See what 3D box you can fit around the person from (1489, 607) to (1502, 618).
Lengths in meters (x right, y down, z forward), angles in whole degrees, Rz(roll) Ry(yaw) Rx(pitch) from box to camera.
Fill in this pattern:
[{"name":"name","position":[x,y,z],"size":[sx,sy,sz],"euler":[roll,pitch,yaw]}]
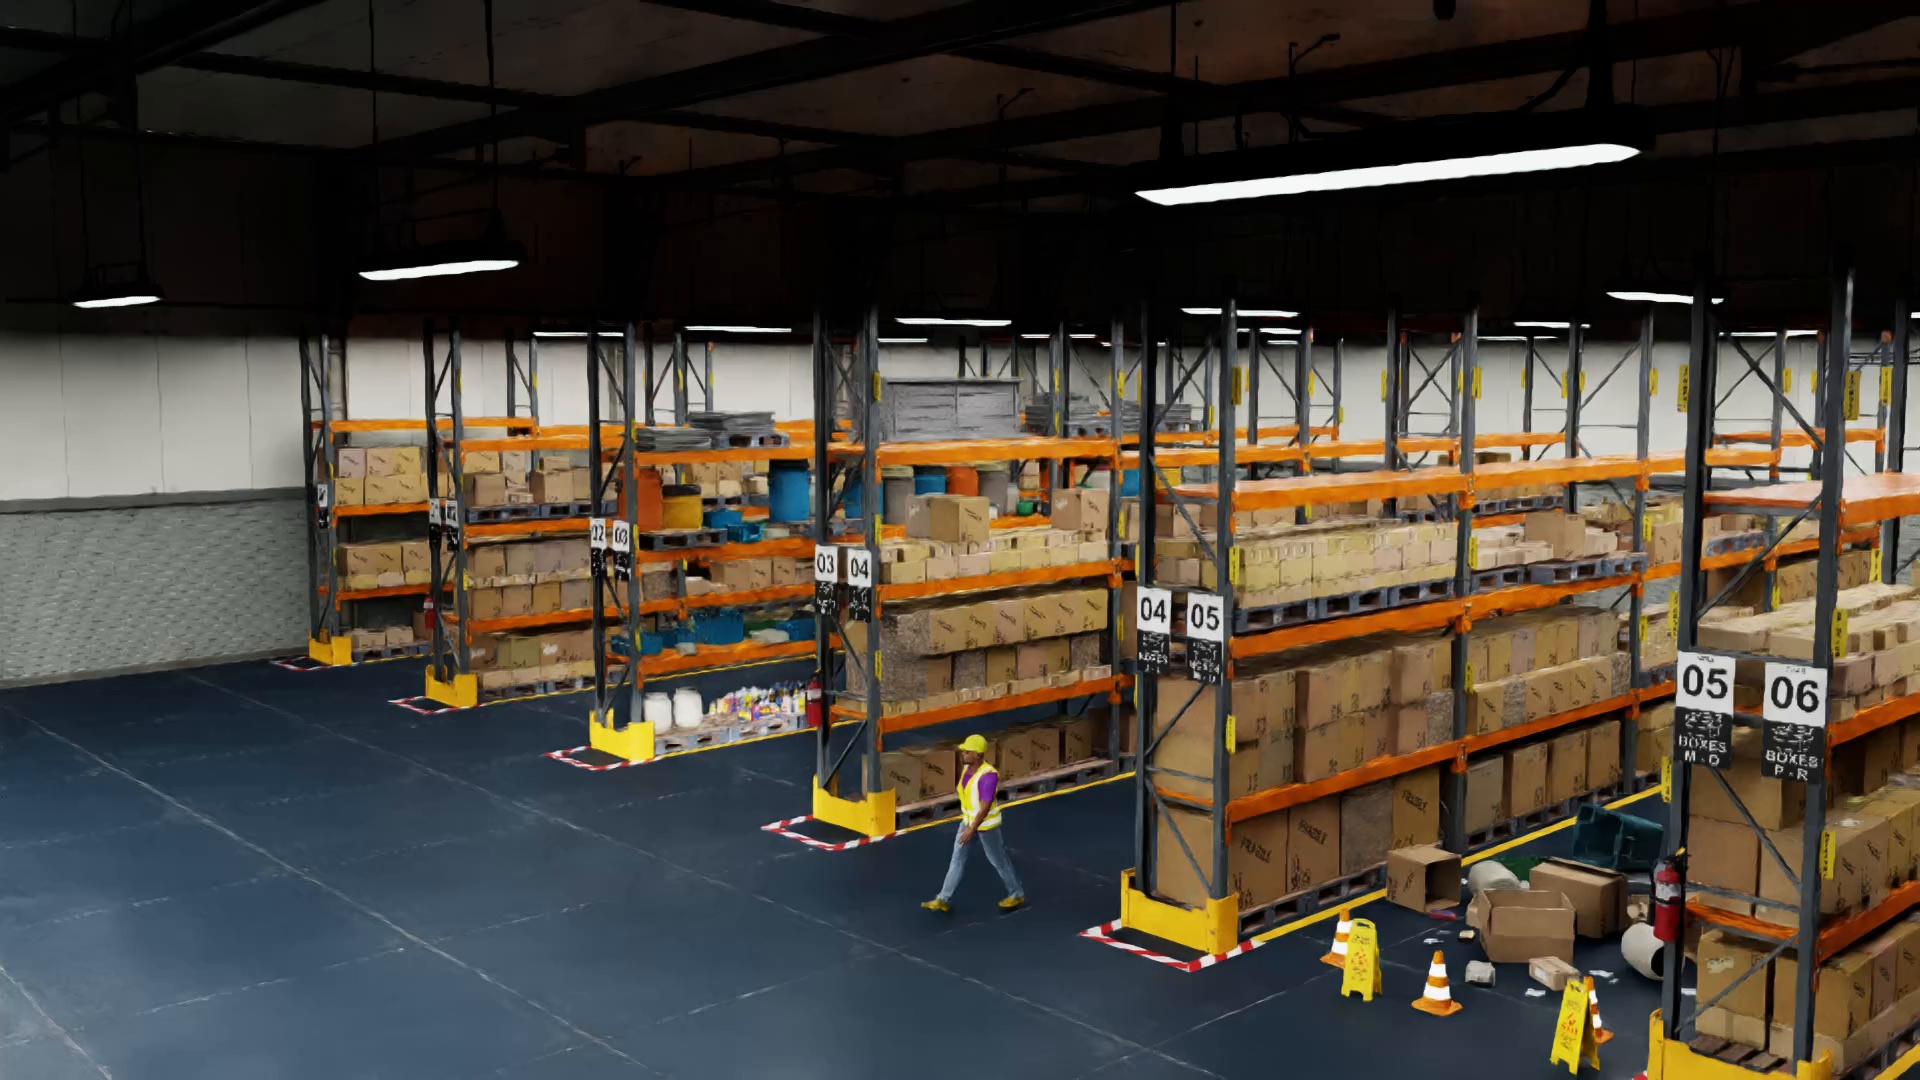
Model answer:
[{"name":"person","position":[8.199,1.784,25.499],"size":[1.110,1.590,0.446],"euler":[-5,8,-41]}]

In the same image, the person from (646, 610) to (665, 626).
[{"name":"person","position":[-5.980,1.000,32.866],"size":[0.440,1.683,0.550],"euler":[3,6,23]}]

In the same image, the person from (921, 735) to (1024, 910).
[{"name":"person","position":[0.153,2.703,15.877],"size":[1.030,1.703,0.572],"euler":[-4,7,-33]}]
